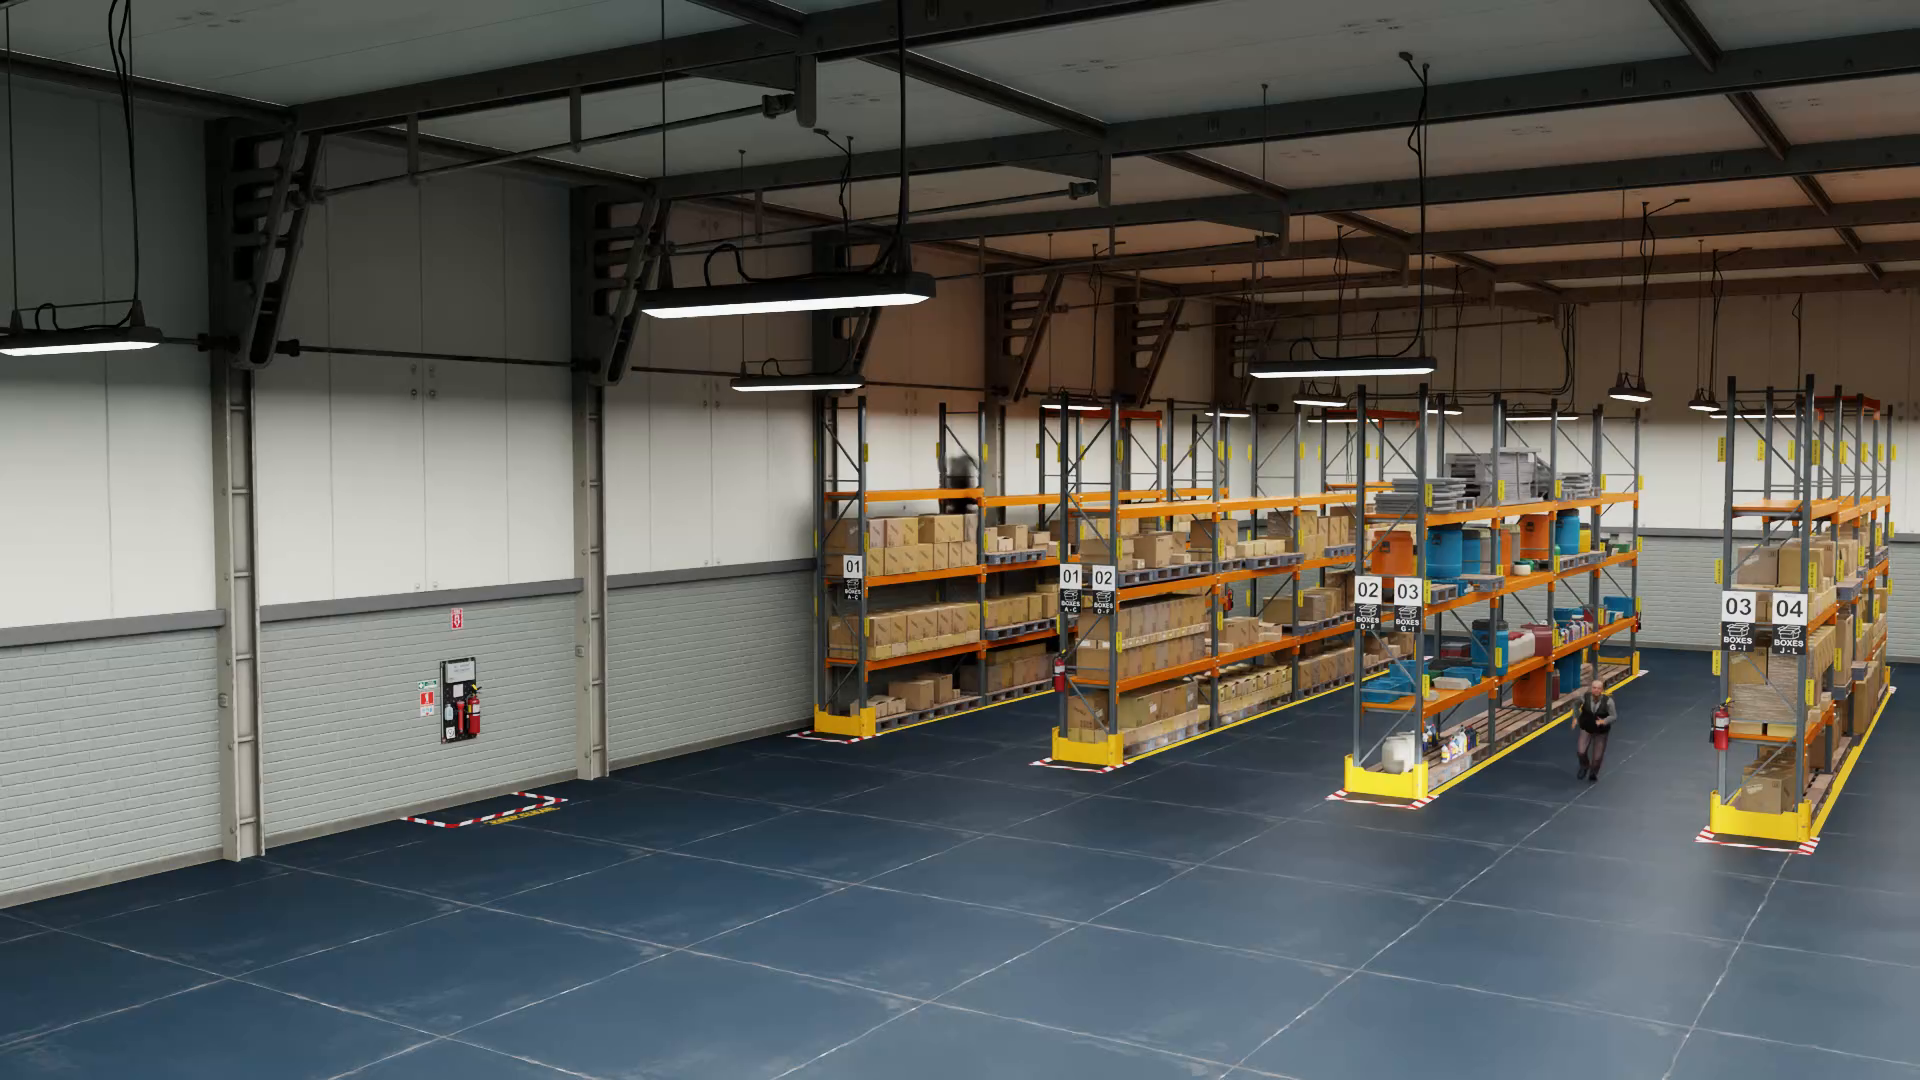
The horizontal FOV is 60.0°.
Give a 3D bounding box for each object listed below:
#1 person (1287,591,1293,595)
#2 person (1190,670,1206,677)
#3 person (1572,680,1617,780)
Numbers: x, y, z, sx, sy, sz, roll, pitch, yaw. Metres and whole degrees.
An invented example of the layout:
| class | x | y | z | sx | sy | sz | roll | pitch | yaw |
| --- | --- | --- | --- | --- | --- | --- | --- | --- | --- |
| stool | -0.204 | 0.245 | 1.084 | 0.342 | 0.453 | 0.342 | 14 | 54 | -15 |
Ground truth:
| class | x | y | z | sx | sy | sz | roll | pitch | yaw |
| --- | --- | --- | --- | --- | --- | --- | --- | --- | --- |
| person | 7.950 | 2.072 | 39.871 | 0.532 | 1.721 | 0.838 | 2 | 4 | 39 |
| person | 4.989 | 2.363 | 34.744 | 0.546 | 1.599 | 0.760 | 2 | 4 | 38 |
| person | 9.573 | 2.883 | 25.099 | 0.640 | 1.581 | 0.901 | 1 | 3 | 21 |
